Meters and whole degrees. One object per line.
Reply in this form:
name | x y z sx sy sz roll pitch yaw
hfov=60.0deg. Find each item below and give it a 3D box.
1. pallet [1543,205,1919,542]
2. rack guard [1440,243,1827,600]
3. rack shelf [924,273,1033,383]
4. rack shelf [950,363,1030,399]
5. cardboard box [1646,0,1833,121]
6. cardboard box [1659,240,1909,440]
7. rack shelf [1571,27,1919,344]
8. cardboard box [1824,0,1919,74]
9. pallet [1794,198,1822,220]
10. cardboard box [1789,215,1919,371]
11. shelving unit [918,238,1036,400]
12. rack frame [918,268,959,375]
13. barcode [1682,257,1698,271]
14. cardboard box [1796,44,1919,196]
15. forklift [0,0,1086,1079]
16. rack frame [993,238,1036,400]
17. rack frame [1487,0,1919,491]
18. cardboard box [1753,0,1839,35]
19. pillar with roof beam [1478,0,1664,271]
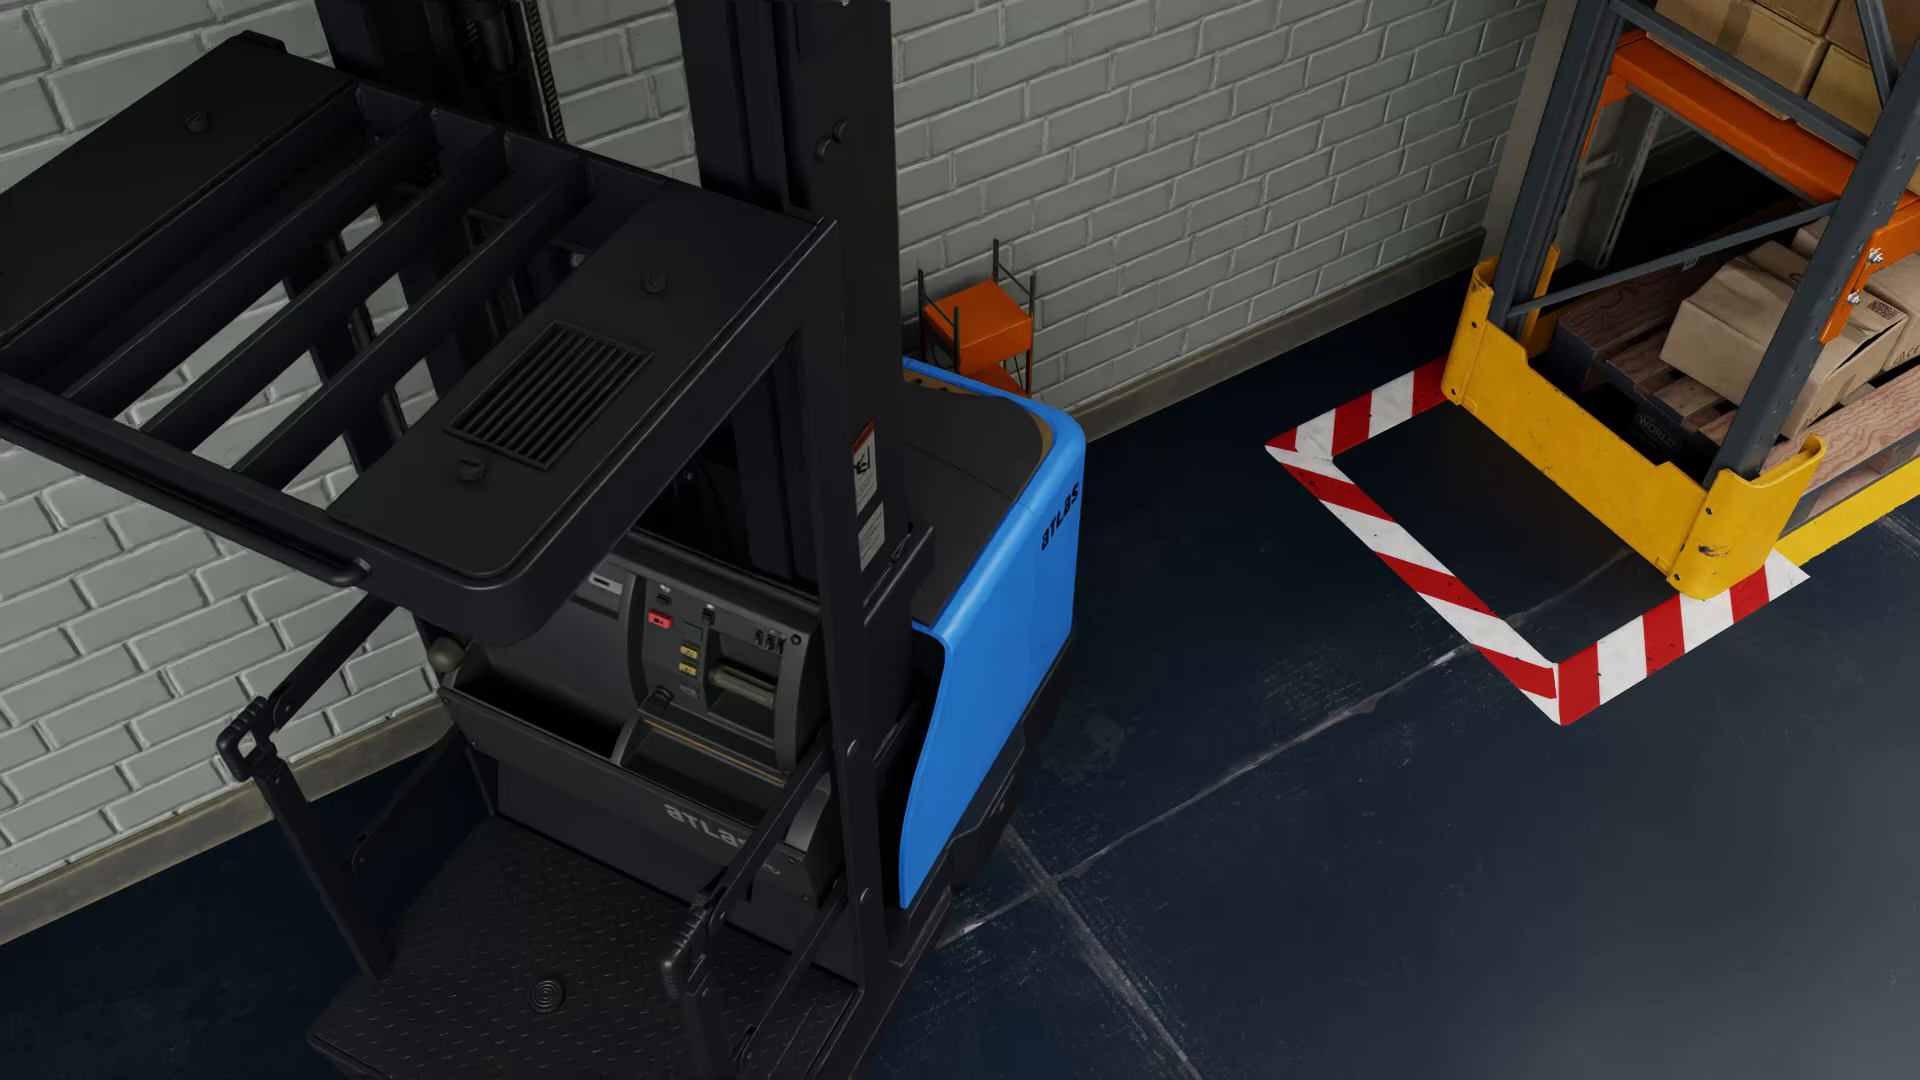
pallet | 2.789 -0.608 5.650 1.213 0.211 1.003 -25 53 -21
rack guard | 2.083 -0.402 5.274 0.348 0.500 1.175 -25 53 -21
rack shelf | 0.045 -0.552 4.673 0.240 0.259 0.215 -25 53 -21
rack shelf | 0.045 -0.363 4.885 0.240 0.259 0.215 -25 53 -21
cardboard box | 2.310 -1.469 4.637 0.500 0.250 0.500 -25 53 -20
cardboard box | 2.652 -0.674 5.348 0.500 0.311 0.500 -31 55 -25
rack shelf | 3.710 -1.761 5.291 4.000 0.370 1.077 -25 53 -21
cardboard box | 2.583 -1.410 4.082 0.500 0.500 0.500 -25 53 -21
pallet | 3.819 -1.091 6.080 1.213 0.211 1.003 -25 53 -21
cardboard box | 3.134 -0.901 5.550 0.500 0.311 0.500 -21 52 -18
shelving unit | 0.045 -0.370 4.877 0.252 1.050 0.215 -25 53 -21
rack frame | -0.058 -0.322 4.834 0.008 1.050 0.200 -25 53 -21
barcode | 2.454 -0.937 5.576 0.075 0.075 0.001 -25 53 -21
cardboard box | 2.601 -1.154 4.356 0.500 0.250 0.500 -27 54 -22
forklift | -0.792 0.258 3.057 1.130 2.935 3.031 21 52 18
rack frame | 0.148 -0.419 4.920 0.008 1.050 0.200 -25 53 -21
rack frame | 2.018 -1.203 4.313 0.127 3.000 1.000 -25 53 -21
cardboard box | 2.304 -1.732 4.368 0.500 0.500 0.500 -26 53 -21
pillar with roof beam | 4.446 -1.305 0.386 0.400 9.000 9.100 -25 53 -21
